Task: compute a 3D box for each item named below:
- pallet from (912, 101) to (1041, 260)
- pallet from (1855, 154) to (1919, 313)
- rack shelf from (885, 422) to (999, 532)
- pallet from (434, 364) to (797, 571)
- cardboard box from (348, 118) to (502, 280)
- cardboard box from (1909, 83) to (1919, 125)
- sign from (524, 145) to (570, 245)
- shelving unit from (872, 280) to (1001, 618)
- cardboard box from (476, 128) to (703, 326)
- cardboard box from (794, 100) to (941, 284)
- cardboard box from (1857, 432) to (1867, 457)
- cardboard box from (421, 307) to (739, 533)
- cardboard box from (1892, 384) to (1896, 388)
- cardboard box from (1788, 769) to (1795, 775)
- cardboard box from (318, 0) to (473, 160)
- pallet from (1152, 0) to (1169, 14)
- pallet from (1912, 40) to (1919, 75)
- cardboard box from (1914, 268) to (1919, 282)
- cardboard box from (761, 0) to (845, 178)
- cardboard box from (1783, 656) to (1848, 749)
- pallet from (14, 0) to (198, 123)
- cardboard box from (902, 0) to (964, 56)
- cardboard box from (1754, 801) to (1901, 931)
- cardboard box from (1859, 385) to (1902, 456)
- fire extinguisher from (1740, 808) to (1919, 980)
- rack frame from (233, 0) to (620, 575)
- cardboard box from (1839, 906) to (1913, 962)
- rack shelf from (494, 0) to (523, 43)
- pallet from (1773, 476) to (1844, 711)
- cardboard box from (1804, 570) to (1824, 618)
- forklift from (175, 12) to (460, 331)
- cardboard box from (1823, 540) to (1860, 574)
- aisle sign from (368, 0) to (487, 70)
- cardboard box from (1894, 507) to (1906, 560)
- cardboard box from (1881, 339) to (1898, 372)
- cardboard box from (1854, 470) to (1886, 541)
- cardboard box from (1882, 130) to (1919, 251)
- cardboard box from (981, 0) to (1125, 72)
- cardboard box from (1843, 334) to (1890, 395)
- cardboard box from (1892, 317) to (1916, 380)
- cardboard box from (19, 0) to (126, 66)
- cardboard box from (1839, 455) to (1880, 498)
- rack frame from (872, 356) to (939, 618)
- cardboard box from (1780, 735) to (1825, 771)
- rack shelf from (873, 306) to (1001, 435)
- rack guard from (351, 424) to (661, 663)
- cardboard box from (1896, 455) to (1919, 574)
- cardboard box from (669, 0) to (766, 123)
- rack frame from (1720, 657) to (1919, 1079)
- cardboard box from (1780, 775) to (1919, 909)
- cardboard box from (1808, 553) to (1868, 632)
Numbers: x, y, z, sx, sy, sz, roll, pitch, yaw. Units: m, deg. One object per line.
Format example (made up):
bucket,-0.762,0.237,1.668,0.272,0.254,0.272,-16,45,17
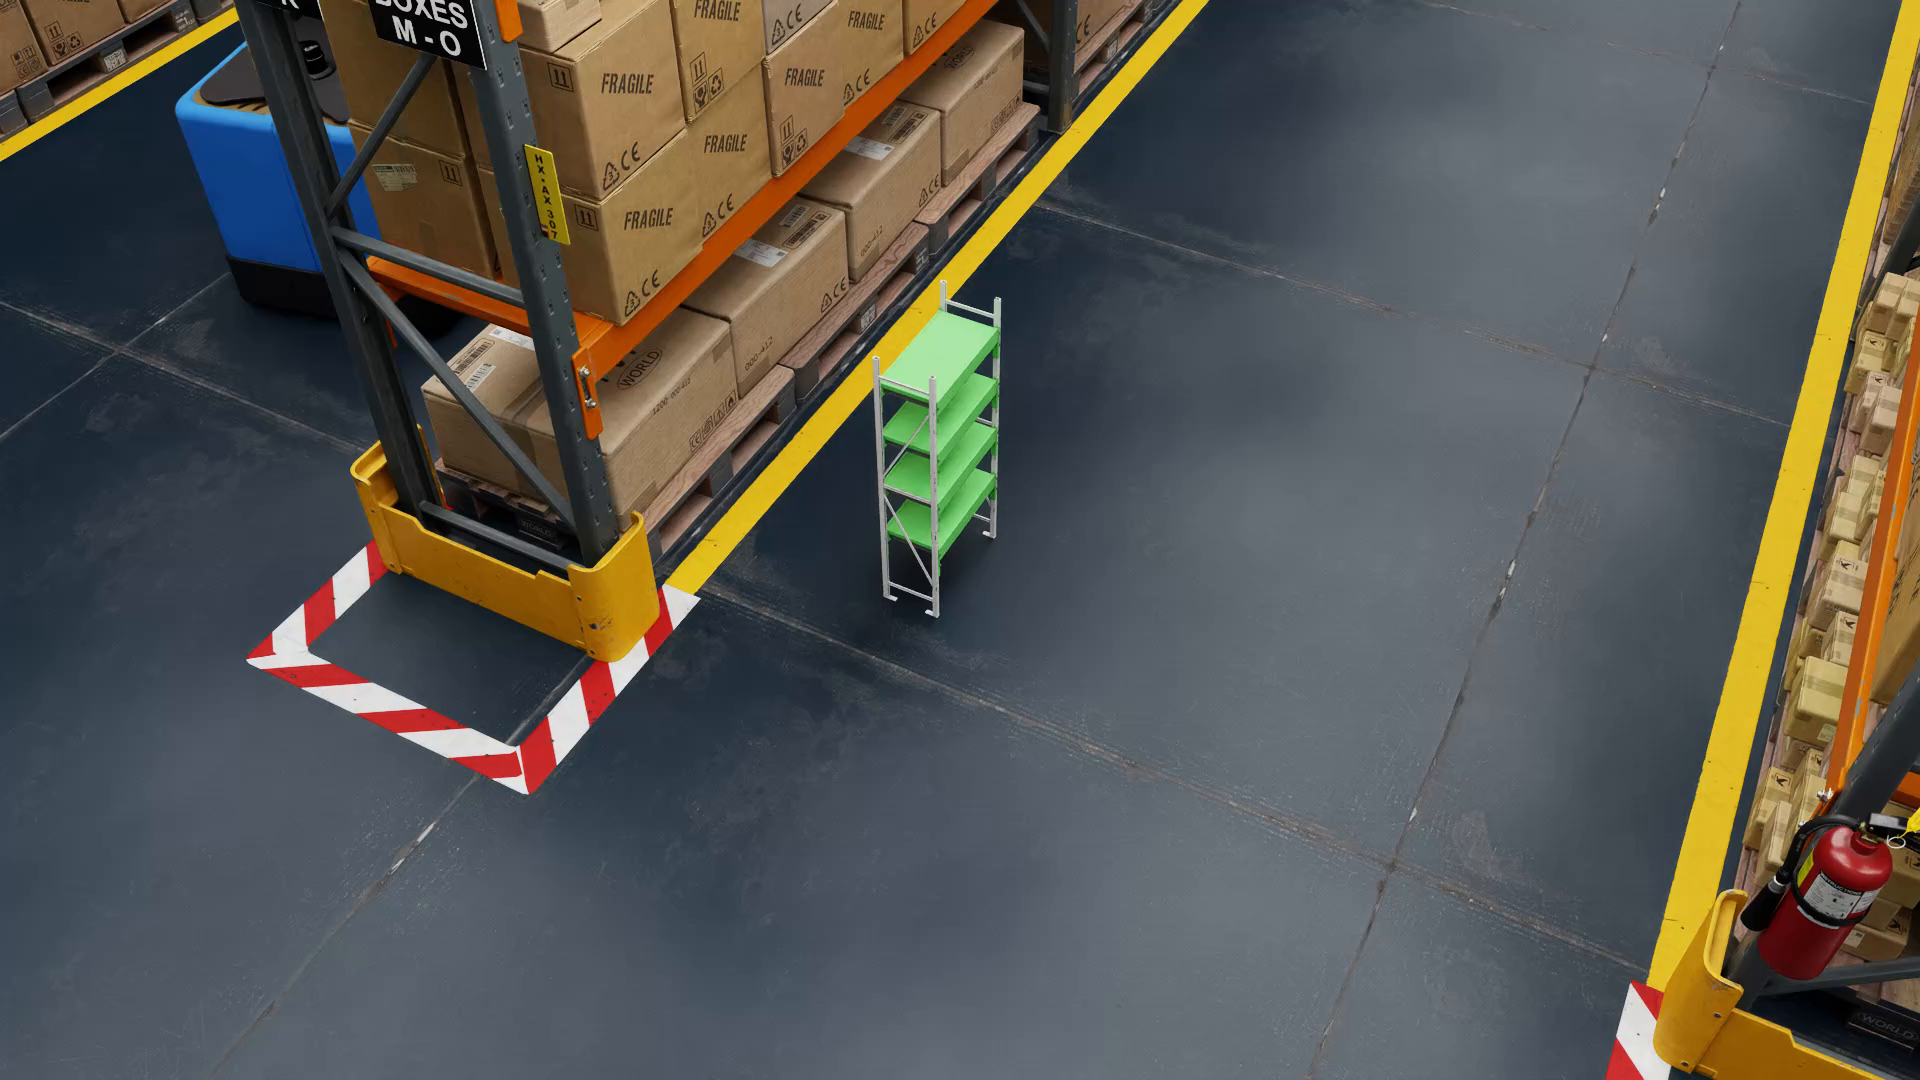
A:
pallet,-0.294,-1.976,8.554,1.003,0.211,1.213,20,49,19
pallet,4.920,-1.349,7.935,1.003,0.211,1.213,20,49,19
rack shelf,-0.077,-0.273,6.266,0.258,0.148,0.480,20,49,19
pallet,-1.427,-0.439,7.035,1.003,0.211,1.213,20,49,19
cardboard box,-1.739,-1.316,5.871,0.500,0.500,0.500,21,49,19
cardboard box,5.160,-2.302,8.378,0.500,0.500,0.500,19,48,18
sign,-1.240,-1.034,4.999,0.100,0.325,0.005,20,49,19
shelving unit,-0.077,-0.317,6.220,0.258,1.200,0.503,20,49,19
cardboard box,-1.251,-1.132,5.690,0.500,0.500,0.500,20,49,19
cardboard box,-0.673,-1.732,7.859,0.875,0.438,0.875,19,48,18
cardboard box,3.840,-0.343,6.689,0.380,0.149,0.250,19,48,18
cardboard box,-1.511,-0.585,6.725,0.875,0.438,0.875,19,48,18
cardboard box,3.861,-0.442,6.578,0.380,0.149,0.250,18,48,17
cardboard box,2.991,0.802,5.557,0.380,0.149,0.250,20,49,19
cardboard box,-1.716,-1.658,5.507,0.500,0.500,0.500,22,49,20
pallet,0.985,-3.711,10.270,1.003,0.211,1.213,20,49,19
pallet,6.052,-2.886,9.454,1.003,0.211,1.213,20,49,19
cardboard box,4.216,-1.044,6.964,0.380,0.149,0.250,22,49,21
cardboard box,-0.789,-1.774,6.324,0.500,0.500,0.500,20,49,19
cardboard box,2.899,0.565,5.373,0.380,0.149,0.250,19,48,18
pallet,-5.155,-2.862,9.430,1.003,0.211,1.213,20,49,19
cardboard box,-0.315,-2.420,6.963,0.500,0.500,0.500,20,49,18
cardboard box,2.695,1.005,5.148,0.380,0.149,0.250,19,48,18
cardboard box,3.671,-0.410,6.337,0.380,0.149,0.250,21,49,20
fire extinguisher,2.177,0.846,4.121,0.296,0.674,0.183,20,49,19
rack frame,-1.729,-0.889,5.520,1.000,3.000,0.127,20,49,19
cardboard box,2.762,1.135,5.228,0.380,0.149,0.250,21,49,20
rack shelf,-0.800,-2.951,5.954,1.077,0.370,4.000,20,49,19
pallet,3.714,0.348,6.258,1.003,0.211,1.213,20,49,19
cardboard box,3.302,0.295,6.058,0.380,0.149,0.250,21,49,20
forklift,-2.505,-3.051,7.705,1.130,2.935,3.031,11,46,10
cardboard box,3.299,0.191,5.952,0.380,0.149,0.250,23,50,21
aisle sign,-1.505,-1.662,4.456,0.394,0.787,0.004,20,49,19
cardboard box,2.953,-0.005,4.822,0.380,0.149,0.250,22,49,20
cardboard box,4.070,-0.777,6.909,0.380,0.149,0.250,21,49,19
cardboard box,3.468,-0.068,5.999,0.380,0.149,0.250,21,49,19
cardboard box,4.680,-1.657,7.741,0.500,0.500,0.500,20,49,18
cardboard box,0.345,-3.227,9.029,0.875,0.875,0.875,22,49,20
cardboard box,3.982,-0.693,7.035,0.380,0.149,0.250,22,49,20
cardboard box,3.962,-0.715,6.638,0.380,0.149,0.250,20,49,19
cardboard box,-4.994,-2.974,9.043,0.500,0.500,0.500,21,49,20
cardboard box,3.539,-0.139,6.278,0.380,0.149,0.250,20,49,19
rack frame,-0.190,-0.164,6.068,0.240,1.200,0.015,20,49,19
cardboard box,2.935,0.677,5.472,0.380,0.149,0.250,19,48,17
rack shelf,-0.077,-0.610,5.924,0.258,0.148,0.480,20,49,19
rack guard,-1.740,0.005,6.394,1.175,0.500,0.348,20,49,19
cardboard box,2.927,-0.149,4.509,0.500,0.500,0.500,20,49,18
cardboard box,-1.020,-1.812,5.659,0.500,0.500,0.500,19,48,18
rack frame,2.703,0.681,3.968,1.000,3.000,0.127,20,49,19
cardboard box,2.724,0.910,5.033,0.380,0.149,0.250,21,49,19
cardboard box,3.151,0.235,5.699,0.380,0.149,0.250,22,49,20
